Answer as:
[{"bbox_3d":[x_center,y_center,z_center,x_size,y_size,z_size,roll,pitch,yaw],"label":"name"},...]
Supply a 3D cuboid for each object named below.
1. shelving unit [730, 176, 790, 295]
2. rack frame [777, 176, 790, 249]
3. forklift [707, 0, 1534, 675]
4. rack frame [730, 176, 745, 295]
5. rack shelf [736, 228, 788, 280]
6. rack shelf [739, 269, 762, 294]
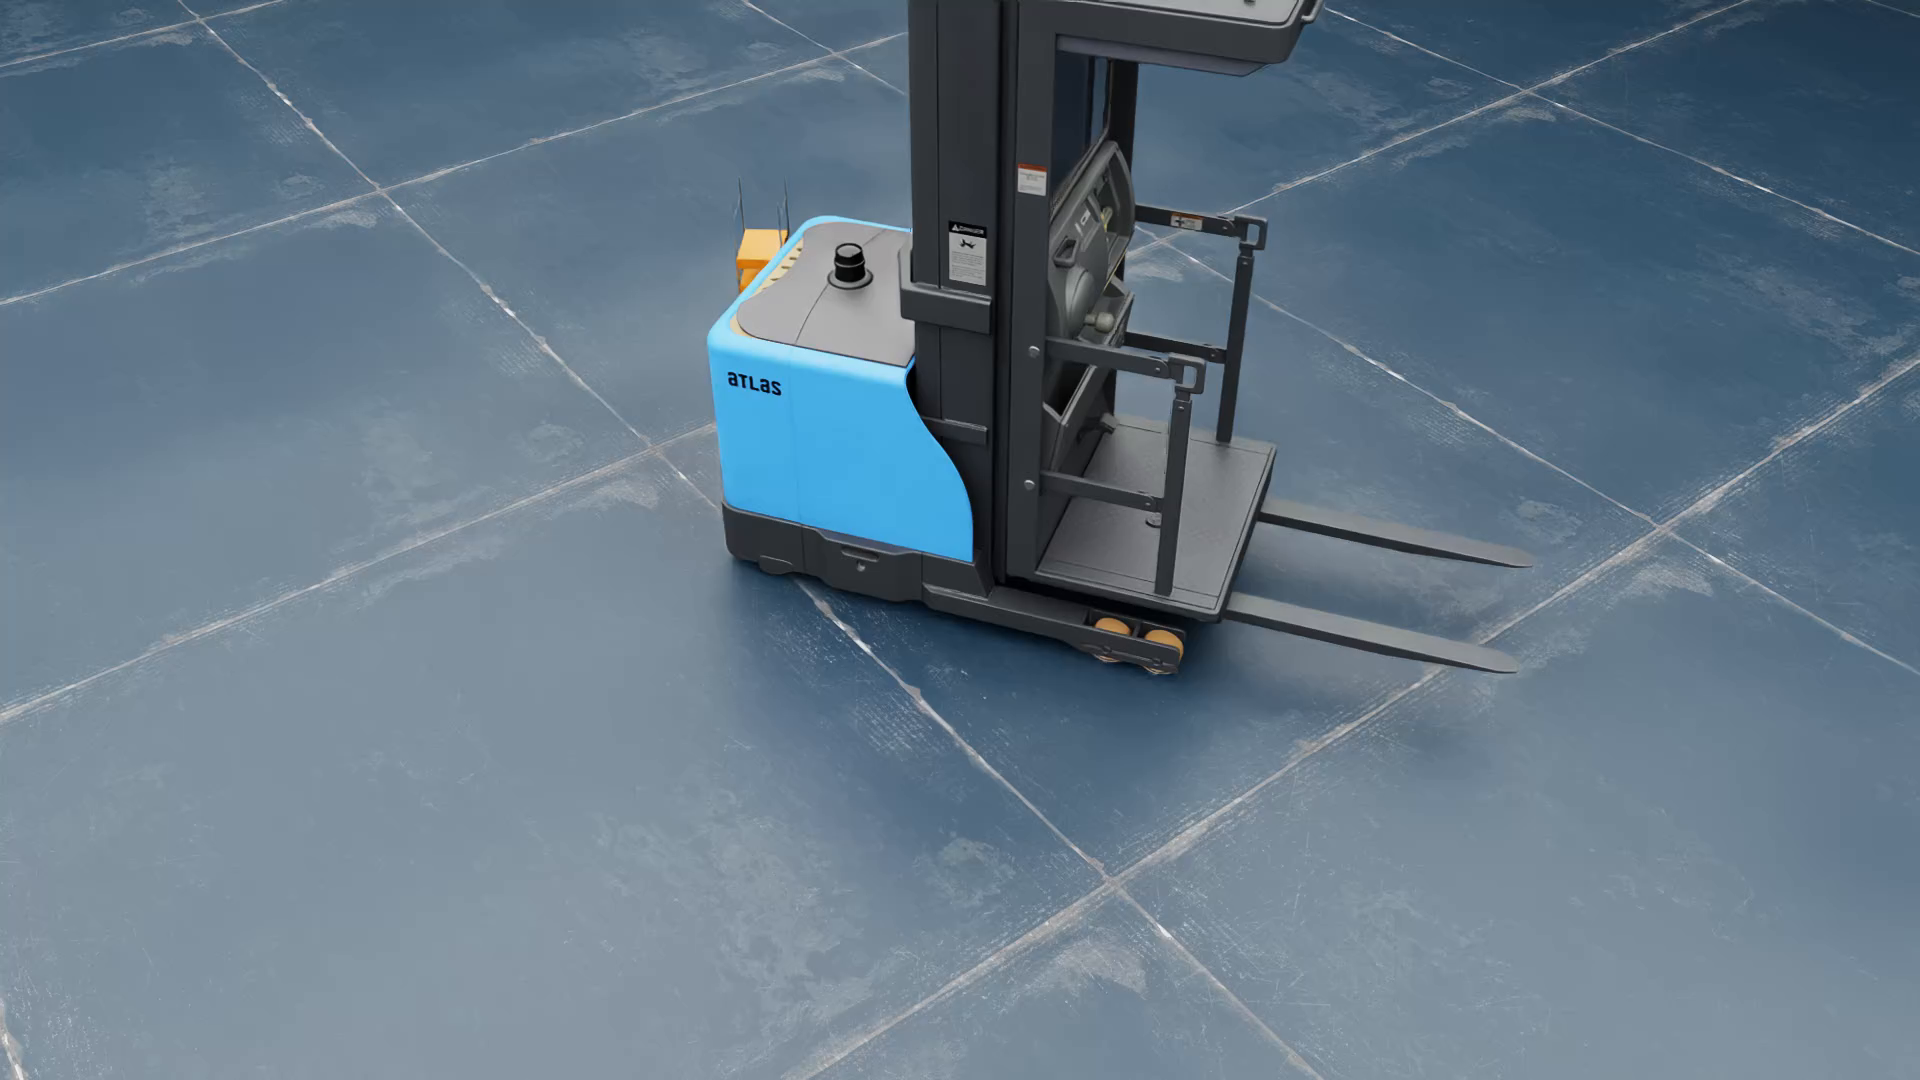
[{"bbox_3d":[-0.793,-0.910,6.914,0.189,1.200,0.258,1,39,2],"label":"shelving unit"},{"bbox_3d":[-0.701,-0.908,6.911,0.006,1.200,0.240,1,39,2],"label":"rack frame"},{"bbox_3d":[0.642,-1.018,5.680,3.031,2.935,1.130,13,41,15],"label":"forklift"},{"bbox_3d":[-0.884,-0.913,6.916,0.006,1.200,0.240,1,39,2],"label":"rack frame"},{"bbox_3d":[-0.793,-1.154,6.713,0.180,0.103,0.258,1,39,2],"label":"rack shelf"},{"bbox_3d":[-0.793,-1.061,6.790,0.180,0.103,0.258,1,39,2],"label":"rack shelf"}]
